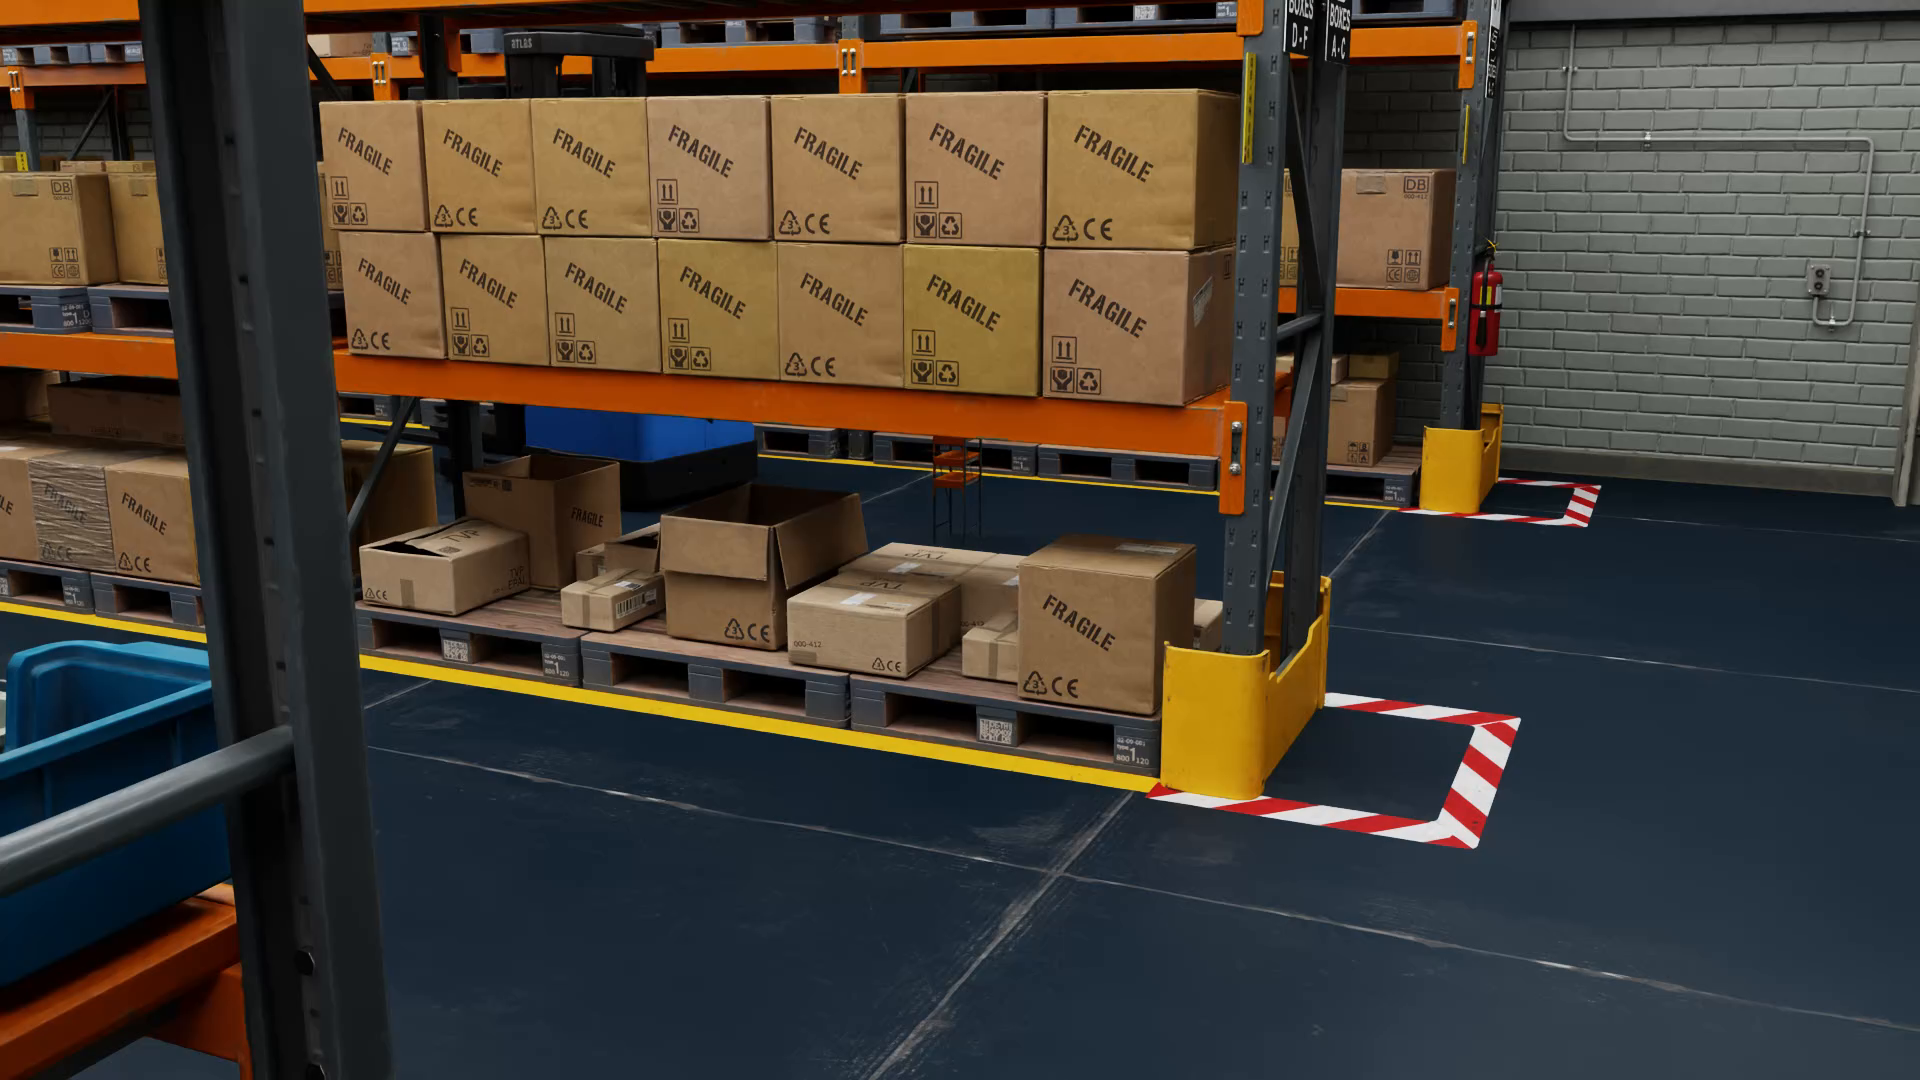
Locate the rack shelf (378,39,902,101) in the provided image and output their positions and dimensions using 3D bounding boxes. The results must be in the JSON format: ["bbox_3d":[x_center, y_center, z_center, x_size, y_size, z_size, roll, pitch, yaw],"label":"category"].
[{"bbox_3d":[-2.354,-3.417,12.260,4.000,0.370,1.077,6,14,23],"label":"rack shelf"}]

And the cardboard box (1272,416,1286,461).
[{"bbox_3d":[1.994,-0.829,10.776,0.500,0.500,0.700,6,14,23],"label":"cardboard box"}]

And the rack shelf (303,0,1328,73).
[{"bbox_3d":[-0.700,-2.012,6.271,4.000,0.370,1.077,6,14,23],"label":"rack shelf"}]

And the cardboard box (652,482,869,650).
[{"bbox_3d":[-0.809,0.087,6.819,0.637,0.503,0.797,6,14,23],"label":"cardboard box"}]

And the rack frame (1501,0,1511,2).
[{"bbox_3d":[3.132,-4.672,9.469,0.127,3.000,1.000,6,14,23],"label":"rack frame"}]

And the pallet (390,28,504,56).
[{"bbox_3d":[-3.573,-3.812,12.781,1.003,0.211,1.213,7,15,26],"label":"pallet"}]

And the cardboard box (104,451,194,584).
[{"bbox_3d":[-3.545,-0.117,7.698,0.500,0.500,0.500,6,14,23],"label":"cardboard box"}]

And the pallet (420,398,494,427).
[{"bbox_3d":[-3.493,-1.046,13.249,1.213,0.211,1.003,6,14,23],"label":"pallet"}]

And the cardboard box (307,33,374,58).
[{"bbox_3d":[-4.951,-3.929,13.018,0.500,0.311,0.500,6,14,23],"label":"cardboard box"}]

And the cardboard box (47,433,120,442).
[{"bbox_3d":[-4.280,-0.321,8.568,0.500,0.500,0.500,5,14,21],"label":"cardboard box"}]

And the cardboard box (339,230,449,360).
[{"bbox_3d":[-2.173,-1.031,6.866,0.500,0.500,0.500,6,15,25],"label":"cardboard box"}]

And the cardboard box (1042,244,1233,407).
[{"bbox_3d":[0.609,-0.750,5.666,0.500,0.500,0.500,6,15,25],"label":"cardboard box"}]

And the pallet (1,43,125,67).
[{"bbox_3d":[-7.319,-4.152,14.227,1.003,0.211,1.213,6,14,23],"label":"pallet"}]

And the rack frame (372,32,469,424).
[{"bbox_3d":[-4.183,-2.492,13.309,0.127,3.000,1.000,6,14,23],"label":"rack frame"}]

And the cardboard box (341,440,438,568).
[{"bbox_3d":[-2.872,-0.180,7.964,0.500,0.500,0.500,5,14,21],"label":"cardboard box"}]

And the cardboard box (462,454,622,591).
[{"bbox_3d":[-1.893,-0.091,7.584,0.500,0.500,0.500,6,14,23],"label":"cardboard box"}]

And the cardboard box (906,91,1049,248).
[{"bbox_3d":[0.148,-1.283,5.747,0.500,0.500,0.500,6,15,25],"label":"cardboard box"}]

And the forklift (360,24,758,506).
[{"bbox_3d":[-2.792,-1.873,10.819,3.031,2.935,1.130,9,16,34],"label":"forklift"}]

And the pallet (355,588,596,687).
[{"bbox_3d":[-1.901,0.335,7.368,1.213,0.211,1.003,6,14,23],"label":"pallet"}]

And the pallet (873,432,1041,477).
[{"bbox_3d":[0.138,-0.678,11.681,1.213,0.211,1.003,6,14,23],"label":"pallet"}]

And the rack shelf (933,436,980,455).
[{"bbox_3d":[-0.013,-0.542,9.134,0.180,0.103,0.258,6,14,23],"label":"rack shelf"}]

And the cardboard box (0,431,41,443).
[{"bbox_3d":[-4.948,-0.258,8.296,0.500,0.500,0.500,6,14,22],"label":"cardboard box"}]

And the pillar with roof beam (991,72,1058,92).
[{"bbox_3d":[-1.279,-4.259,7.708,0.400,9.000,9.100,6,14,23],"label":"pillar with roof beam"}]

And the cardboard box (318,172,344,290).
[{"bbox_3d":[-2.871,-1.431,7.647,0.500,0.500,0.700,1,13,4],"label":"cardboard box"}]

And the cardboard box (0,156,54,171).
[{"bbox_3d":[-8.398,-3.143,14.726,0.500,0.500,0.500,6,14,23],"label":"cardboard box"}]

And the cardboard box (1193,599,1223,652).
[{"bbox_3d":[0.885,0.346,6.490,0.250,0.149,0.380,6,14,23],"label":"cardboard box"}]

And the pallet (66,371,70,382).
[{"bbox_3d":[-8.468,-1.559,15.438,1.213,0.211,1.003,6,14,23],"label":"pallet"}]

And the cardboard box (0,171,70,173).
[{"bbox_3d":[-4.806,-1.551,8.160,0.500,0.500,0.700,9,16,34],"label":"cardboard box"}]

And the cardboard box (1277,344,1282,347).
[{"bbox_3d":[1.954,-1.199,10.931,0.250,0.149,0.380,6,14,24],"label":"cardboard box"}]

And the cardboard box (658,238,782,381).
[{"bbox_3d":[-0.782,-0.891,6.268,0.500,0.500,0.500,6,14,22],"label":"cardboard box"}]

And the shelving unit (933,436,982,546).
[{"bbox_3d":[-0.013,-0.585,9.123,0.189,1.200,0.258,6,14,23],"label":"shelving unit"}]

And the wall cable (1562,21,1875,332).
[{"bbox_3d":[4.685,-2.325,10.375,1.851,1.984,0.084,6,14,23],"label":"wall cable"}]

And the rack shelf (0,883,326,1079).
[{"bbox_3d":[-2.710,0.483,2.206,4.000,0.370,1.077,6,14,23],"label":"rack shelf"}]

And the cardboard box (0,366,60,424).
[{"bbox_3d":[-5.183,-0.777,8.869,0.500,0.250,0.500,6,15,25],"label":"cardboard box"}]

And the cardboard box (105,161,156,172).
[{"bbox_3d":[-6.880,-3.018,14.367,0.500,0.500,0.700,7,15,29],"label":"cardboard box"}]

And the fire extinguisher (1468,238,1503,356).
[{"bbox_3d":[3.083,-1.422,9.735,0.183,0.674,0.296,6,14,23],"label":"fire extinguisher"}]

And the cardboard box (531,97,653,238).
[{"bbox_3d":[-1.270,-1.425,6.353,0.500,0.500,0.500,5,14,22],"label":"cardboard box"}]

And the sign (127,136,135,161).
[{"bbox_3d":[-7.619,-3.542,15.249,0.005,0.325,0.100,6,14,23],"label":"sign"}]

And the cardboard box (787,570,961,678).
[{"bbox_3d":[-0.325,0.315,6.404,0.500,0.250,0.500,6,14,23],"label":"cardboard box"}]

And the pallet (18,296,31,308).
[{"bbox_3d":[-5.538,-1.316,8.715,1.003,0.211,1.213,6,14,23],"label":"pallet"}]

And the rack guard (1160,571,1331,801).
[{"bbox_3d":[1.059,0.493,6.059,0.348,0.500,1.175,6,14,23],"label":"rack guard"}]

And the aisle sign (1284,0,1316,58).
[{"bbox_3d":[1.067,-1.912,5.147,0.004,0.787,0.394,6,14,23],"label":"aisle sign"}]

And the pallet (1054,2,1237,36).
[{"bbox_3d":[1.330,-3.348,10.585,1.213,0.211,1.003,6,14,23],"label":"pallet"}]
